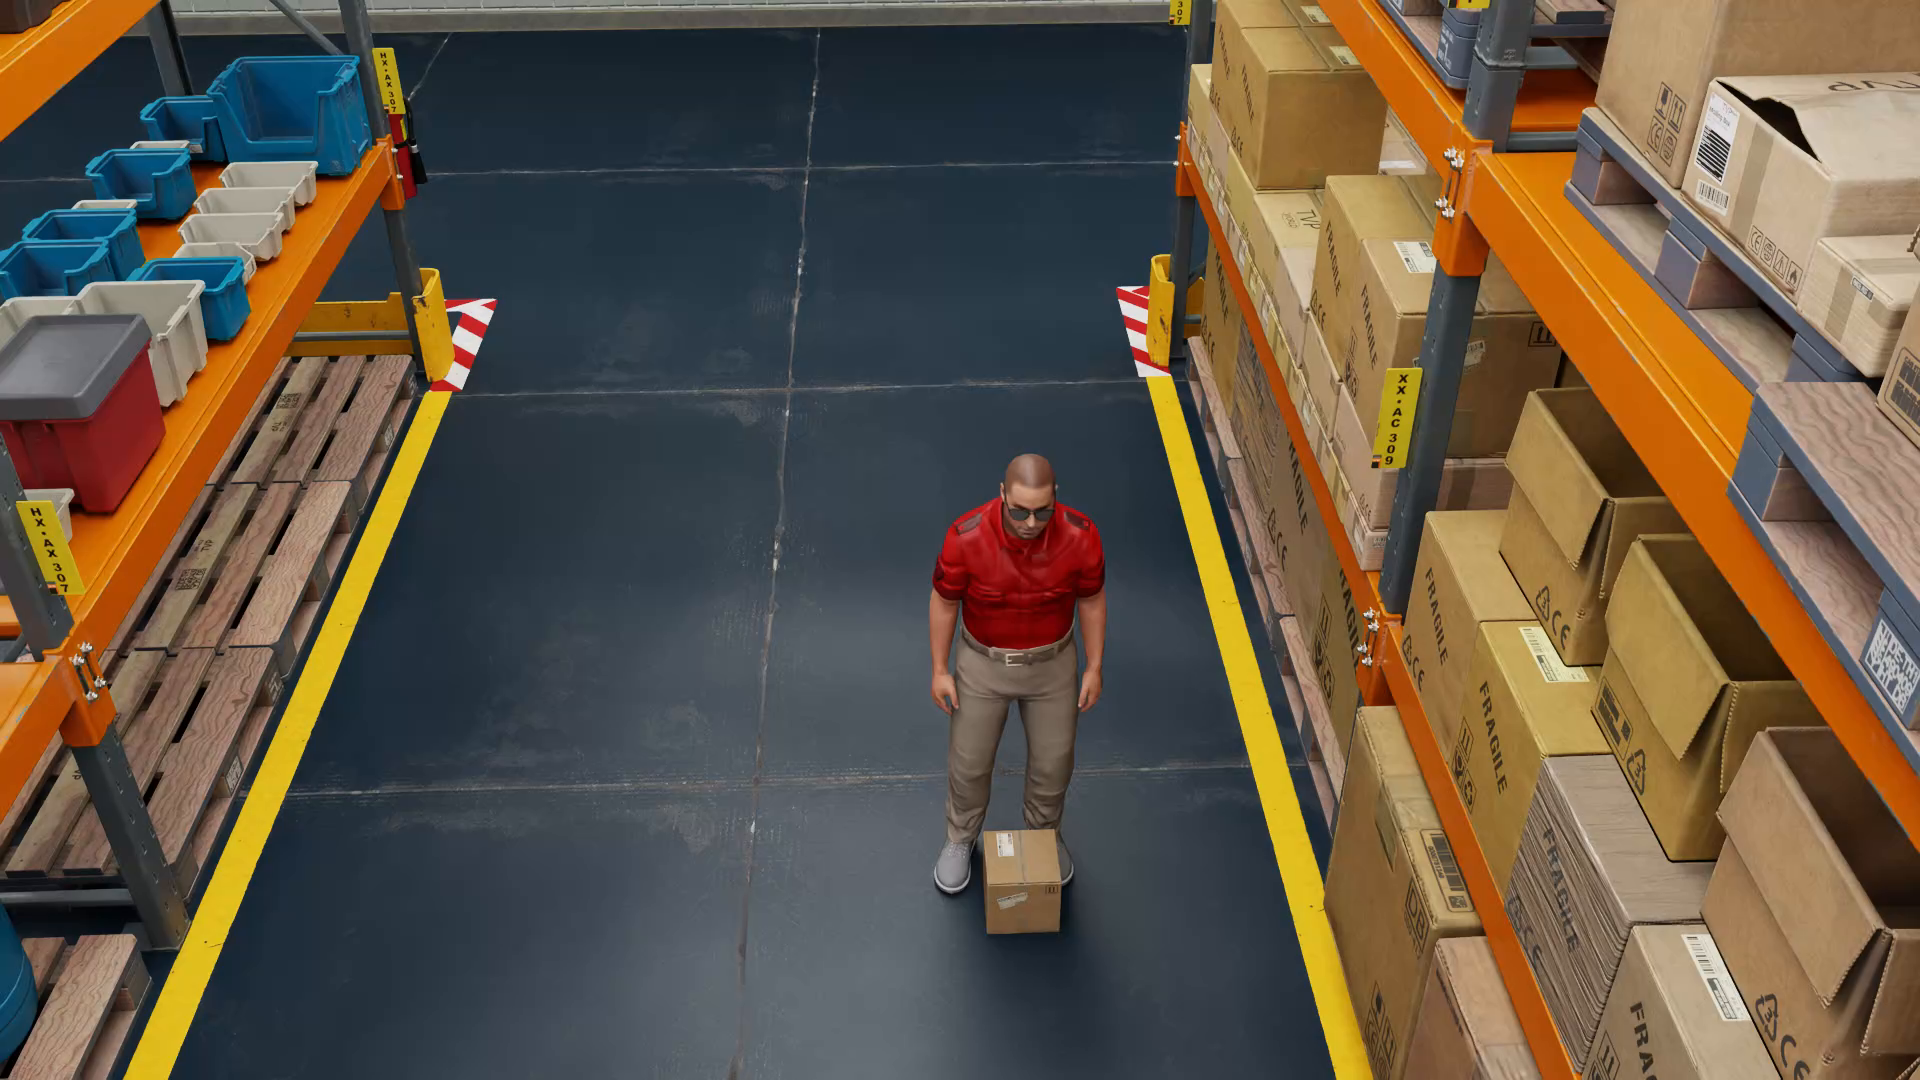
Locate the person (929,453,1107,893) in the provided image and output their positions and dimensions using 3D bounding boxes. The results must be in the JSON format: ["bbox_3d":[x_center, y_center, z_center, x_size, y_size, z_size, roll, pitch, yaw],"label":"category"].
[{"bbox_3d":[0.191,0.435,5.535,0.585,1.727,0.382,-1,35,-2],"label":"person"}]
